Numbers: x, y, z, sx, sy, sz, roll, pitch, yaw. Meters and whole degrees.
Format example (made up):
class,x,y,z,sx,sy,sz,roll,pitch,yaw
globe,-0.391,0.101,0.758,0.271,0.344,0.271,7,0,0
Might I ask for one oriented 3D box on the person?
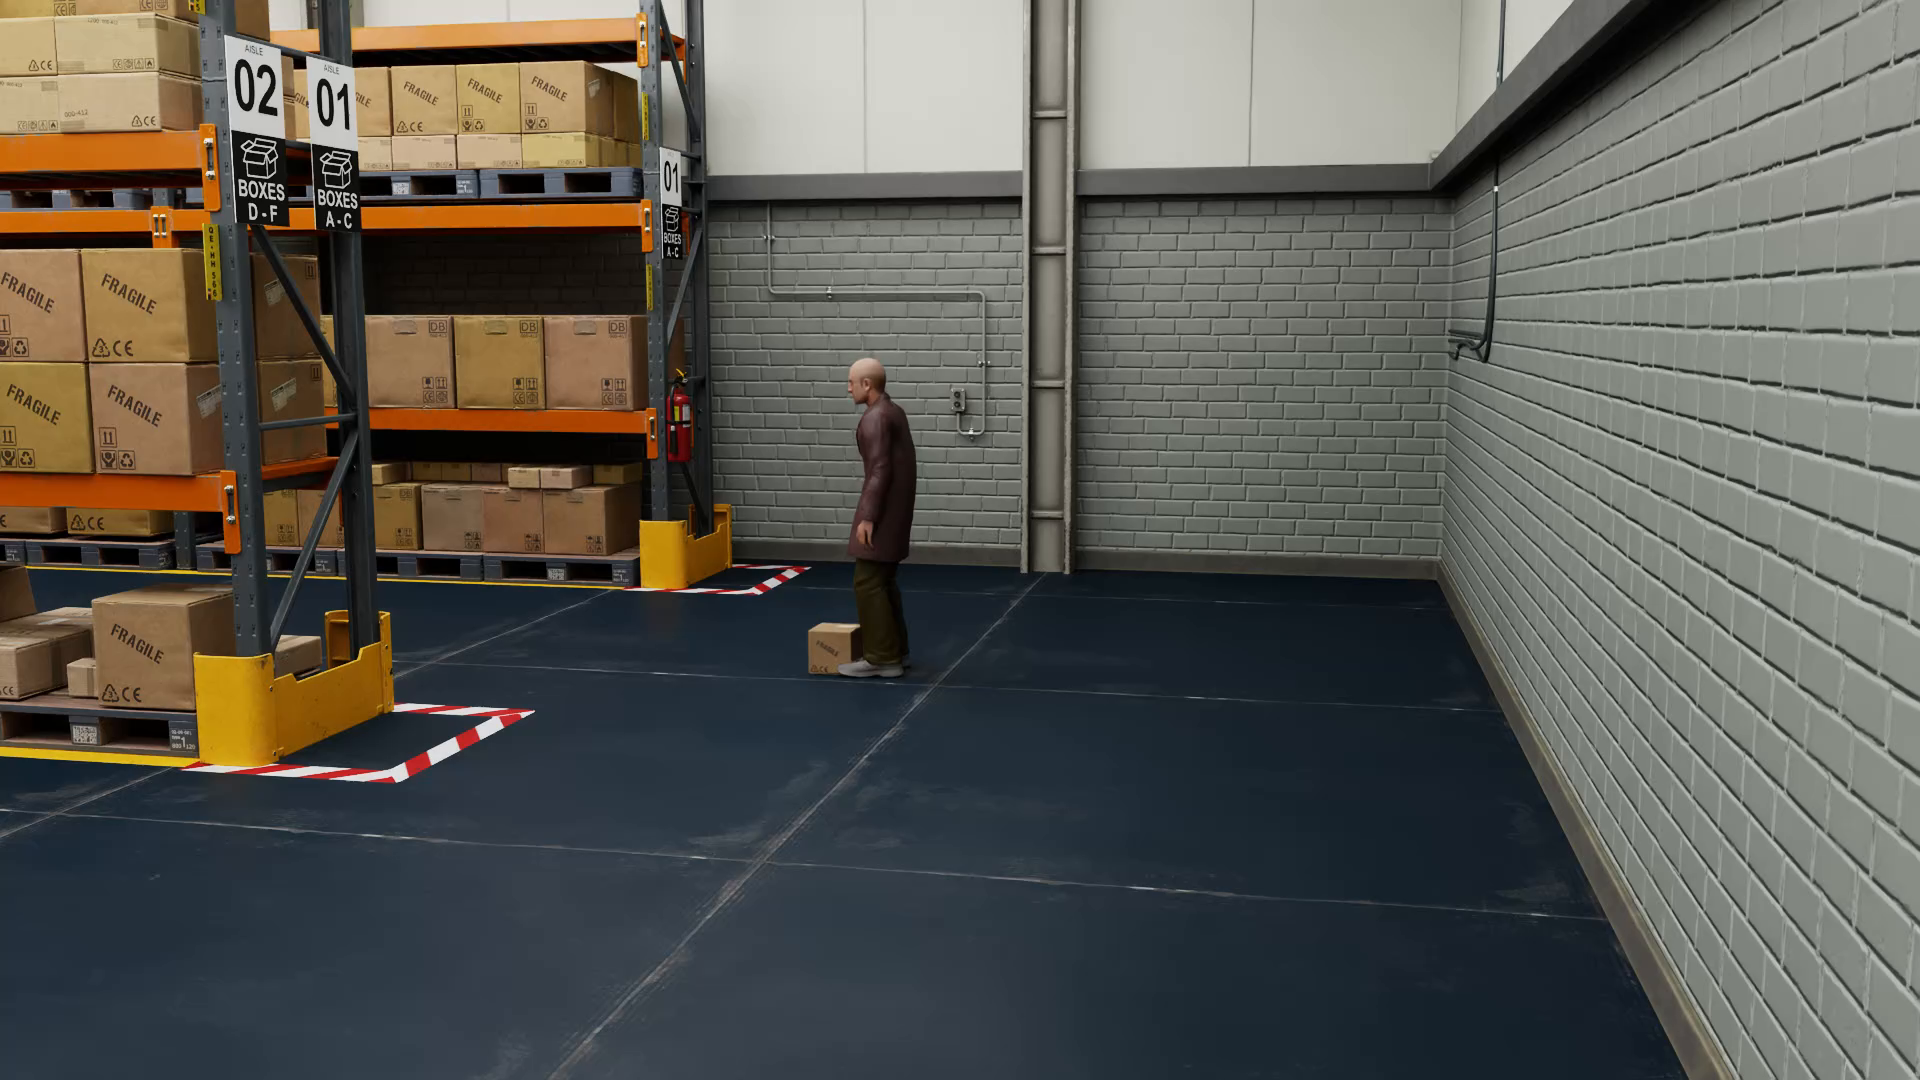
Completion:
class,x,y,z,sx,sy,sz,roll,pitch,yaw
person,-0.457,-0.070,9.321,0.428,1.652,0.640,1,8,9
